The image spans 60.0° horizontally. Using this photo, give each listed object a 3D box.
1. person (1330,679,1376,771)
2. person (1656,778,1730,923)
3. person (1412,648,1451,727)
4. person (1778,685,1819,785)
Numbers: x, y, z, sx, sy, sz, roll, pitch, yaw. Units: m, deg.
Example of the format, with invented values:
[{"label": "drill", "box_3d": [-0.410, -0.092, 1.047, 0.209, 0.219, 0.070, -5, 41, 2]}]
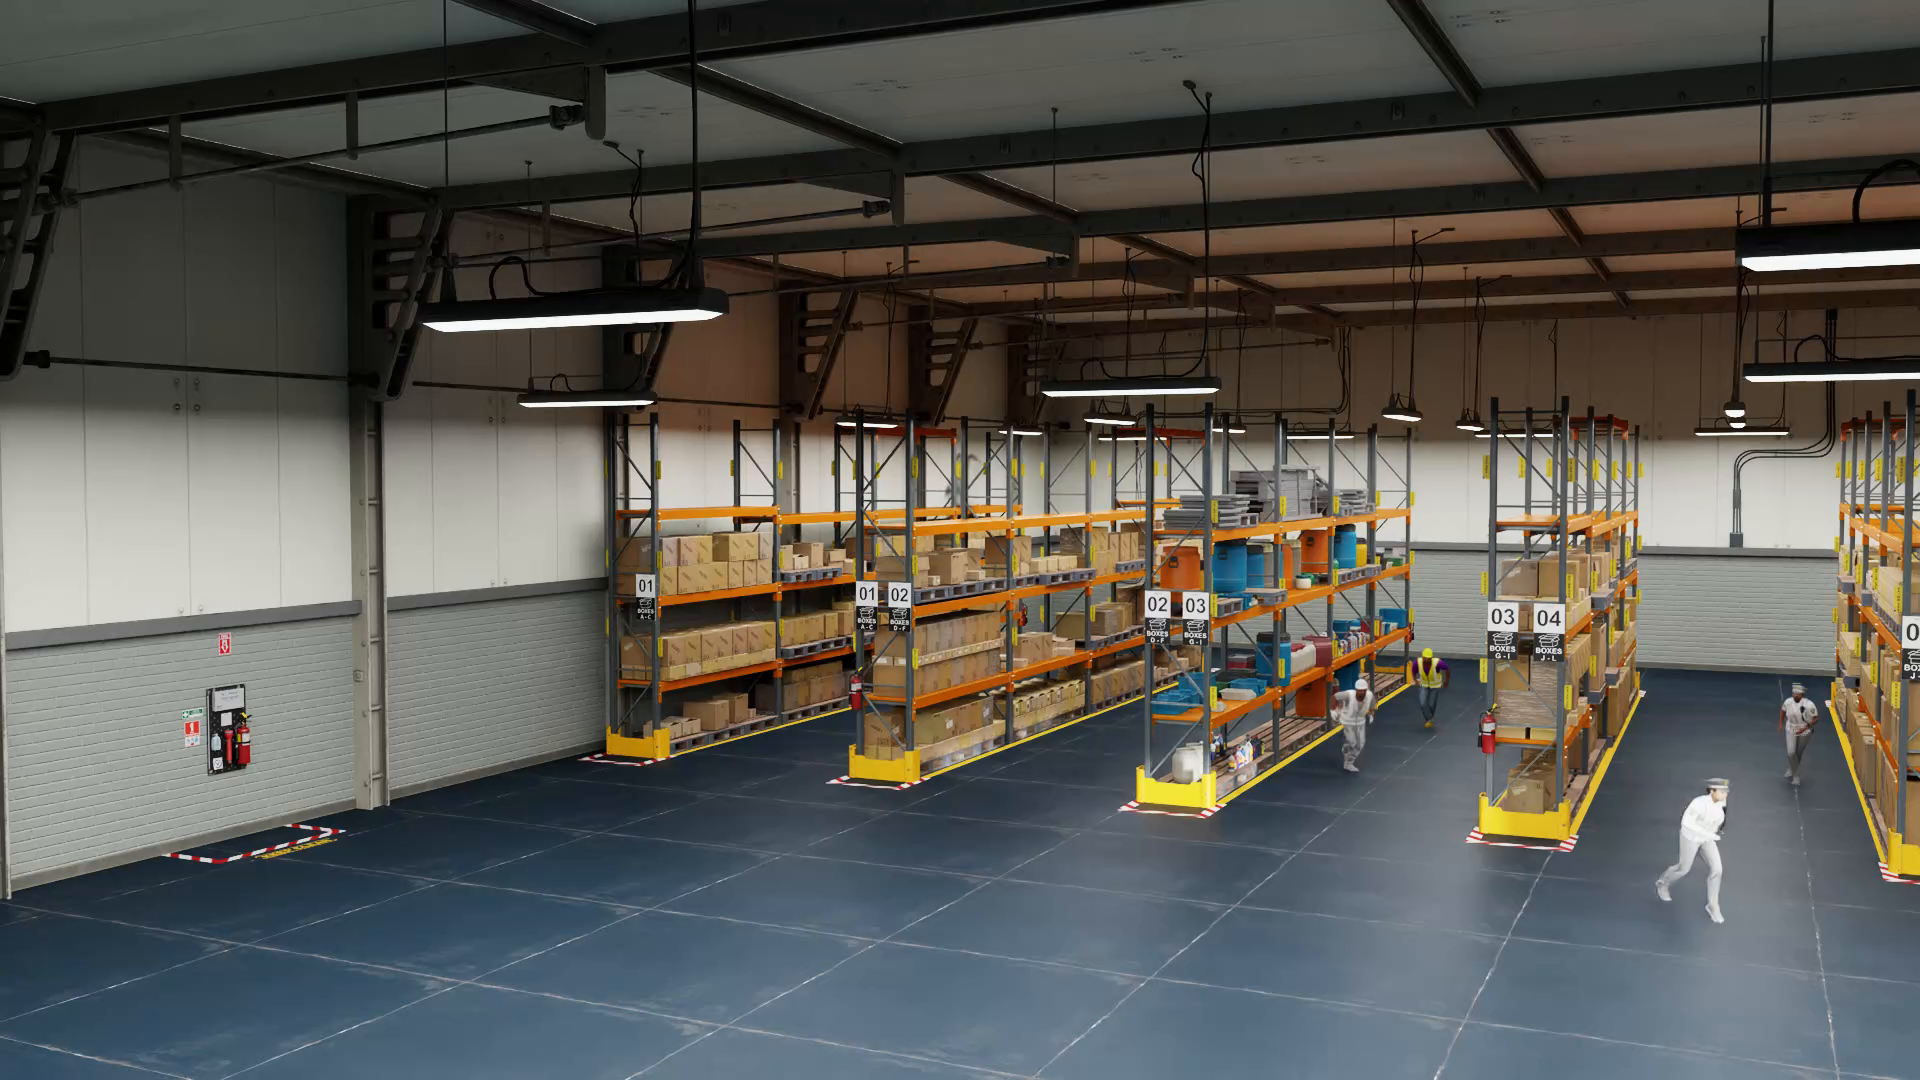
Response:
[{"label": "person", "box_3d": [6.474, 3.057, 27.403, 0.715, 1.589, 0.825, 0, 2, -9]}, {"label": "person", "box_3d": [8.292, 3.439, 18.815, 0.657, 1.625, 0.966, -1, 3, -24]}, {"label": "person", "box_3d": [9.148, 2.864, 32.292, 0.724, 1.575, 0.924, 1, 3, 25]}, {"label": "person", "box_3d": [13.479, 3.104, 26.704, 0.580, 1.639, 0.820, 2, 3, 34]}]
